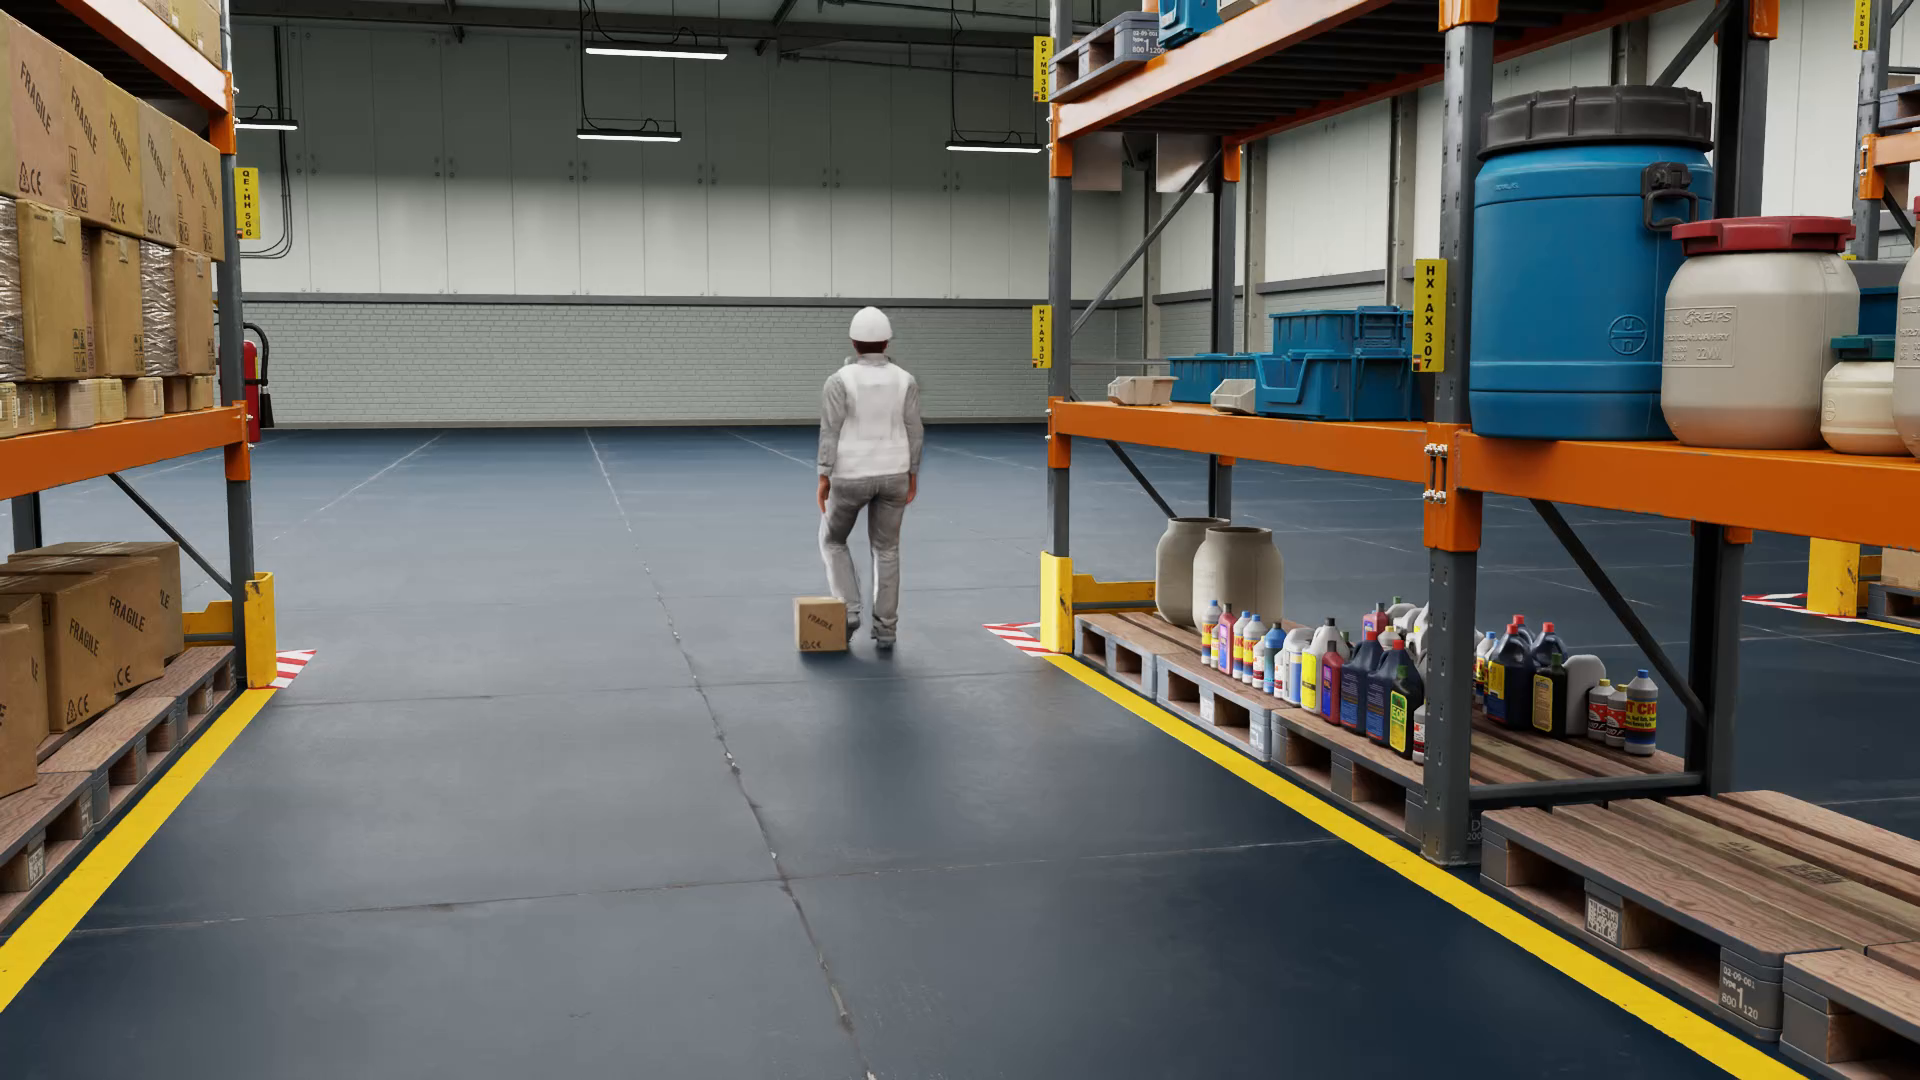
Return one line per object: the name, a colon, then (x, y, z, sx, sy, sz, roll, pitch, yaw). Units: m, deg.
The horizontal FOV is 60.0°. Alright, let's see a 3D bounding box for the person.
person: (-0.498, -0.314, 8.821, 0.584, 1.821, 0.494, -2, 6, -17)
